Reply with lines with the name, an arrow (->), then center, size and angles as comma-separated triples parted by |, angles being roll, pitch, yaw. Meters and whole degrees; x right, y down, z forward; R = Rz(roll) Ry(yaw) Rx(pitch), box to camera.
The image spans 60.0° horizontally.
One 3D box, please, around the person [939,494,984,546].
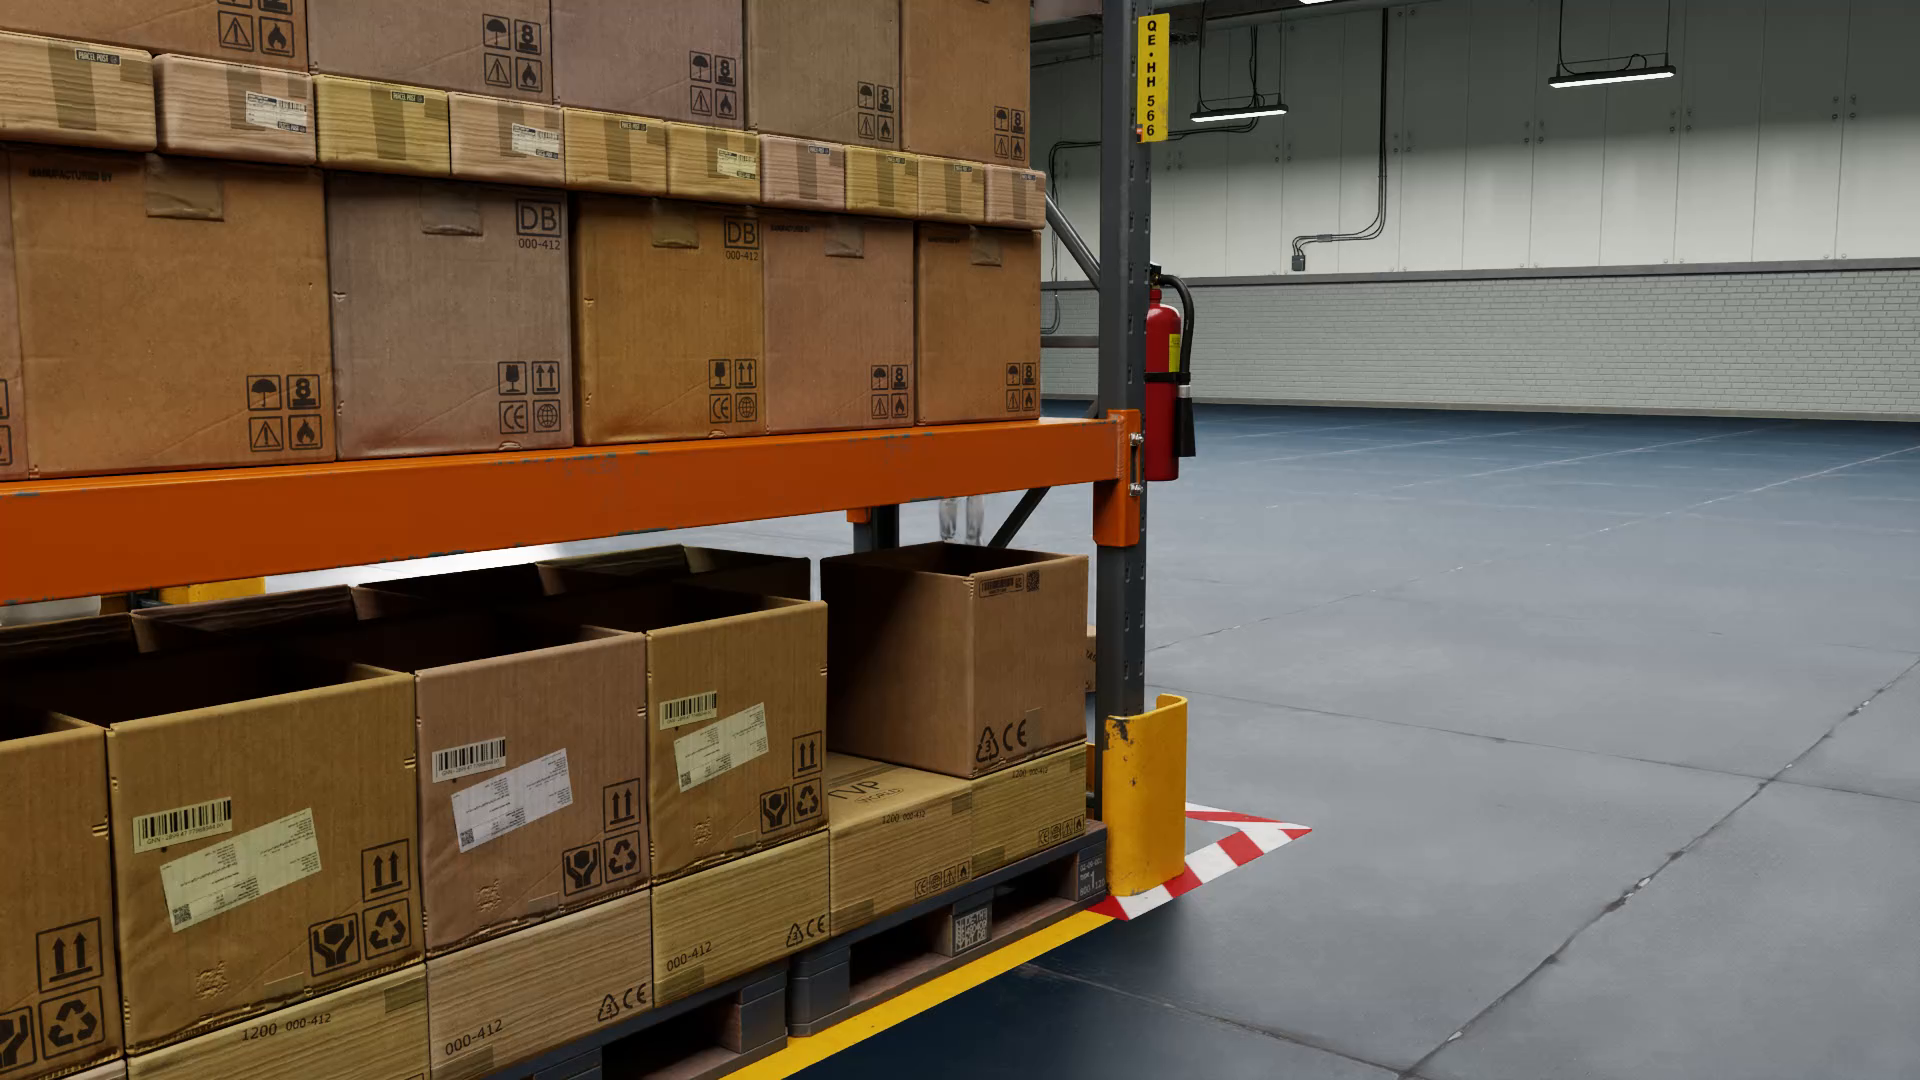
person -> 0.027, -0.714, 11.528 | 0.520, 1.657, 0.869 | 0, 7, -1
